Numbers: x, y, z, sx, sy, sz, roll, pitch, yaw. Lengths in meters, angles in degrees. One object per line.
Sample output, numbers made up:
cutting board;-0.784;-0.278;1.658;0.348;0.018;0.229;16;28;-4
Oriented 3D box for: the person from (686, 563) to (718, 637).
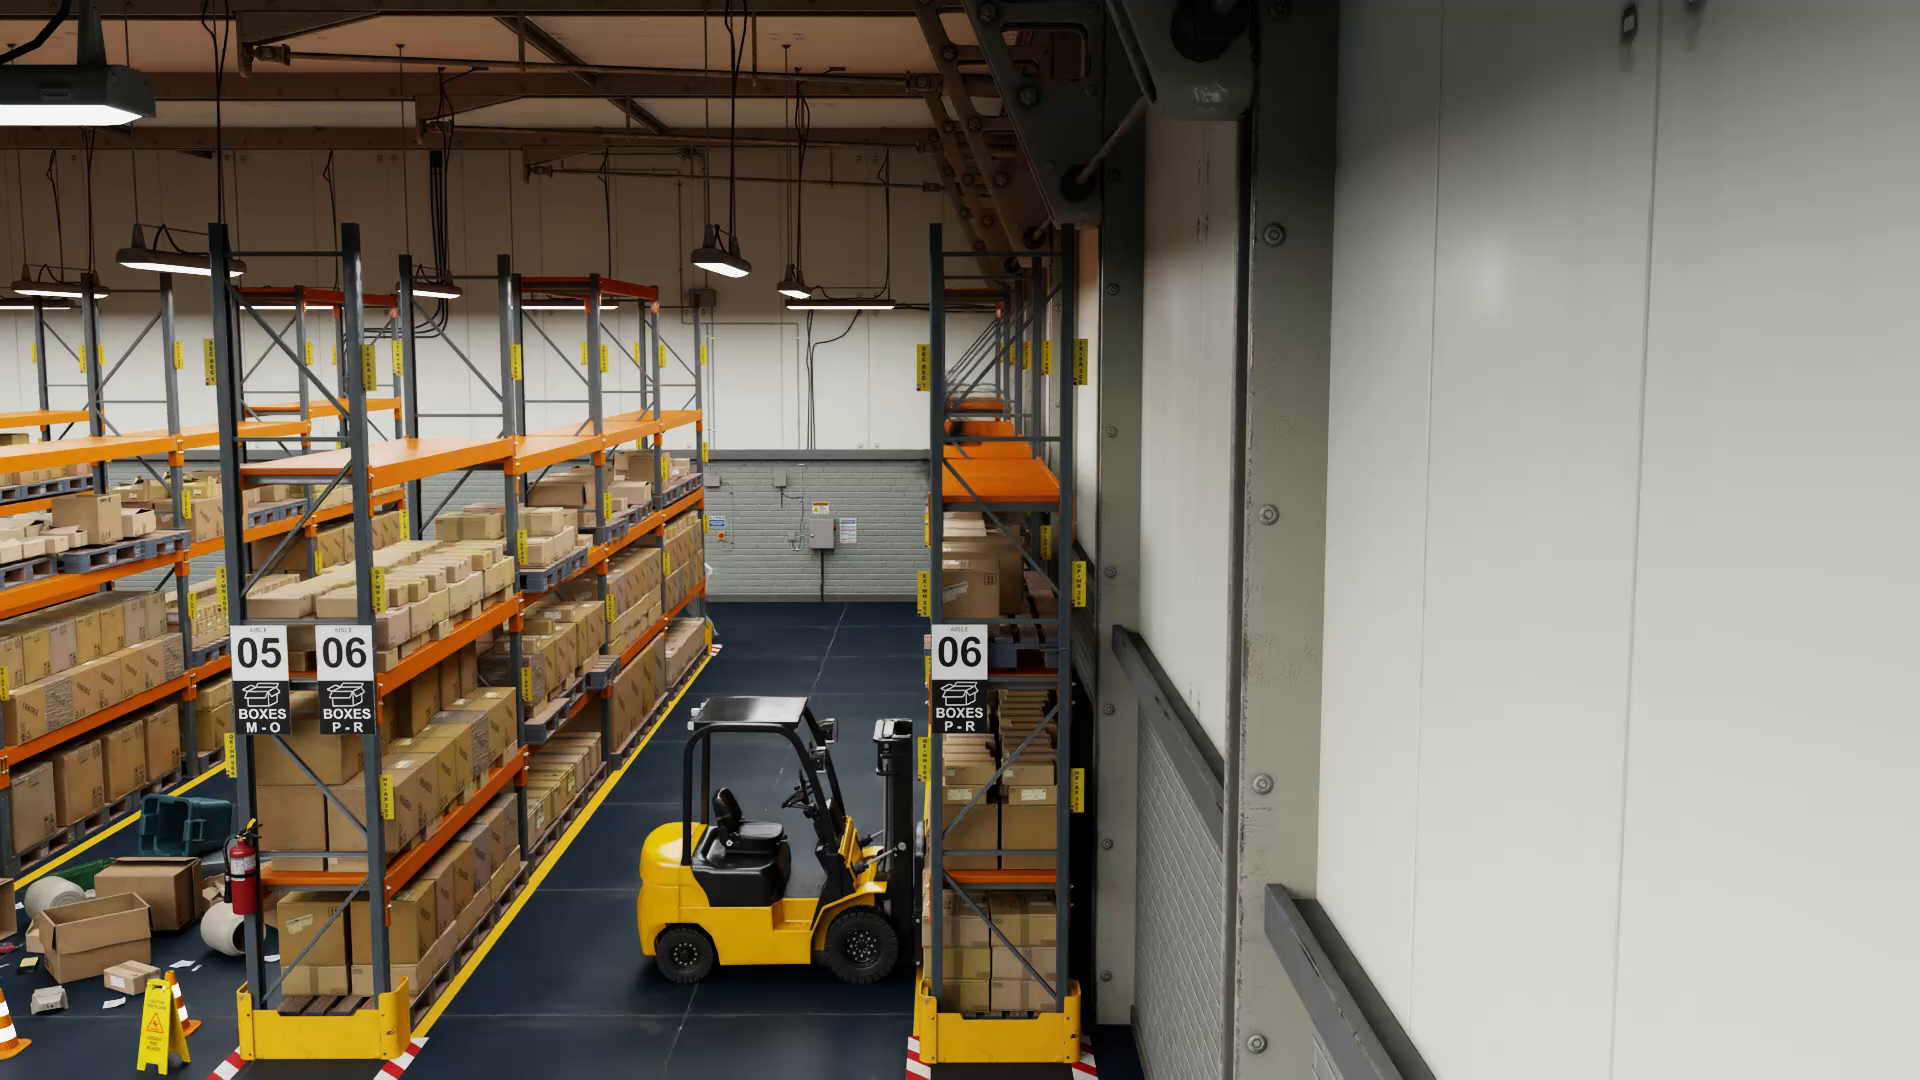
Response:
person;-4.635;0.951;29.184;0.633;1.710;0.628;2;7;19
